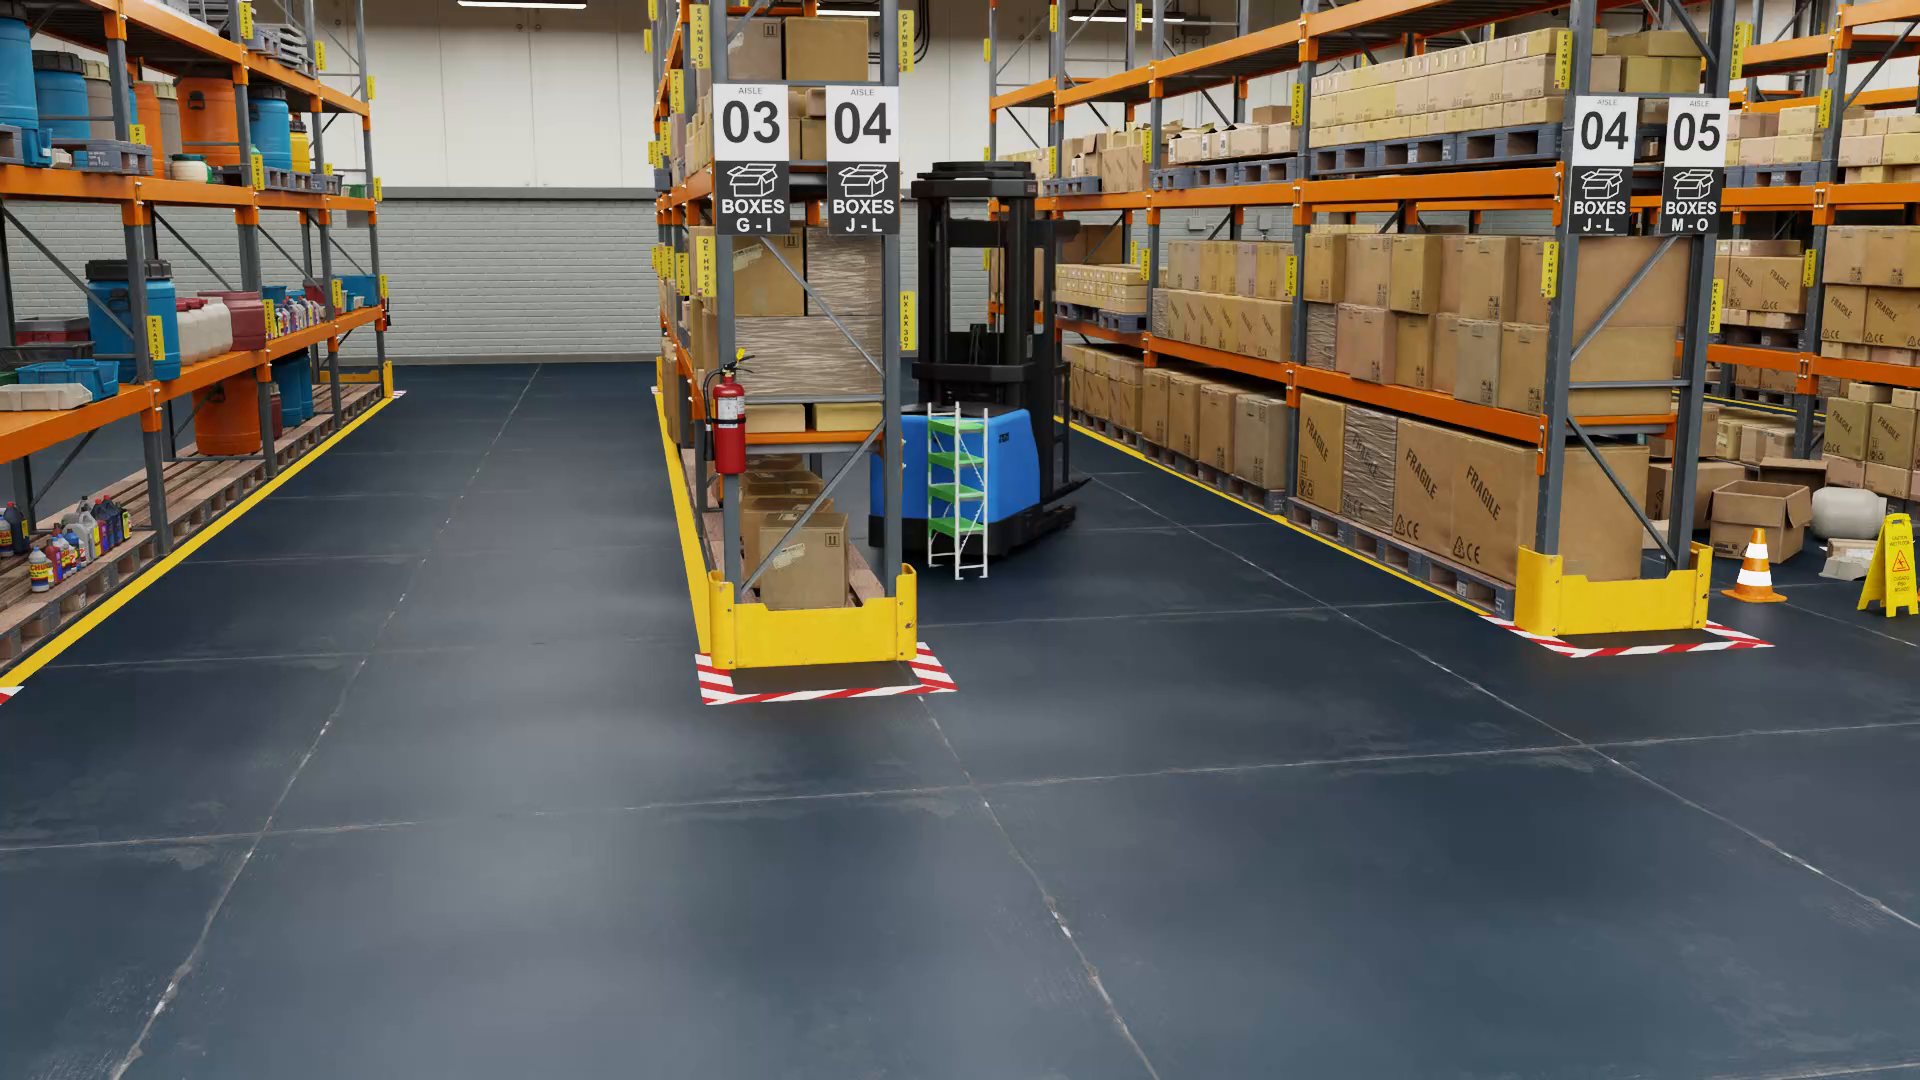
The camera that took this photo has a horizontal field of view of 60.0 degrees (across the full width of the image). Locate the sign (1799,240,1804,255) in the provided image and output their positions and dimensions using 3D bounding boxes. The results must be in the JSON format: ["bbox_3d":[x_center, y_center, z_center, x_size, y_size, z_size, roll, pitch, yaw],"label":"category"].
[{"bbox_3d":[11.966,-4.113,23.688,0.100,0.325,0.005,-2,11,-11],"label":"sign"}]

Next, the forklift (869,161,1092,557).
[{"bbox_3d":[0.319,-1.548,13.491,1.130,2.935,3.031,4,12,21],"label":"forklift"}]

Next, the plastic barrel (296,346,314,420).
[{"bbox_3d":[-7.936,-1.877,19.525,0.600,0.901,0.708,-2,11,-11],"label":"plastic barrel"}]

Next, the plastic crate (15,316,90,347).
[{"bbox_3d":[-6.863,-1.444,12.588,0.402,0.464,0.583,-2,11,-11],"label":"plastic crate"}]

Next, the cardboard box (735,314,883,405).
[{"bbox_3d":[-0.913,-1.078,9.776,0.875,0.500,0.500,-2,11,-11],"label":"cardboard box"}]

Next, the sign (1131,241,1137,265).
[{"bbox_3d":[2.262,-3.733,21.693,0.100,0.325,0.005,-2,11,-11],"label":"sign"}]

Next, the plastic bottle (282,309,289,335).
[{"bbox_3d":[-7.234,-2.330,17.761,0.097,0.271,0.097,0,11,0],"label":"plastic bottle"}]

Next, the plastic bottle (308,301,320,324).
[{"bbox_3d":[-7.631,-2.680,19.589,0.152,0.276,0.135,-2,11,-11],"label":"plastic bottle"}]

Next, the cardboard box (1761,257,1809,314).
[{"bbox_3d":[7.795,-2.353,15.351,0.500,0.500,0.500,-2,11,-12],"label":"cardboard box"}]

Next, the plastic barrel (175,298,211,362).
[{"bbox_3d":[-6.667,-1.799,14.261,0.433,0.535,0.433,0,11,0],"label":"plastic barrel"}]

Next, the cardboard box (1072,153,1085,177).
[{"bbox_3d":[1.684,-4.611,20.492,0.500,0.311,0.500,-2,11,-12],"label":"cardboard box"}]

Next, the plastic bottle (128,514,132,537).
[{"bbox_3d":[-6.093,-0.121,12.117,0.097,0.201,0.097,0,11,0],"label":"plastic bottle"}]

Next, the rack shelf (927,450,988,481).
[{"bbox_3d":[-0.021,-0.534,11.850,0.258,0.148,0.480,-5,12,-24],"label":"rack shelf"}]

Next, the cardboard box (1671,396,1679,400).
[{"bbox_3d":[7.432,-1.420,18.541,0.950,0.372,0.625,-3,11,-15],"label":"cardboard box"}]

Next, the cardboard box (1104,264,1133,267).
[{"bbox_3d":[2.041,-3.403,21.012,0.380,0.149,0.250,-2,11,-13],"label":"cardboard box"}]

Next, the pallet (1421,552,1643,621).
[{"bbox_3d":[3.820,0.283,11.145,1.003,0.211,1.213,-2,11,-11],"label":"pallet"}]

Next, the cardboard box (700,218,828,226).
[{"bbox_3d":[-1.628,-2.167,13.830,1.000,1.000,1.000,-2,11,-11],"label":"cardboard box"}]

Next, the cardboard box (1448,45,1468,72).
[{"bbox_3d":[3.458,-3.176,10.986,0.380,0.149,0.250,-2,11,-11],"label":"cardboard box"}]

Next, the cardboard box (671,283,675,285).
[{"bbox_3d":[-3.021,-2.659,18.878,0.500,0.500,0.500,-2,11,-10],"label":"cardboard box"}]

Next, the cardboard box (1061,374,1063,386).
[{"bbox_3d":[1.345,-2.142,22.134,0.380,0.149,0.250,-2,11,-10],"label":"cardboard box"}]

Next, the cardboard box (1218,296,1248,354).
[{"bbox_3d":[2.714,-1.997,15.399,0.500,0.500,0.500,-2,11,-10],"label":"cardboard box"}]

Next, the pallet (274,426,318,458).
[{"bbox_3d":[-7.675,-1.065,18.226,1.003,0.211,1.213,-2,11,-11],"label":"pallet"}]

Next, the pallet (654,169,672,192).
[{"bbox_3d":[-2.566,-3.745,17.335,1.213,0.211,1.003,-2,11,-8],"label":"pallet"}]

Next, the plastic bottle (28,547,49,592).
[{"bbox_3d":[-5.738,0.179,10.352,0.097,0.271,0.097,0,11,0],"label":"plastic bottle"}]

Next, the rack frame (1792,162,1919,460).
[{"bbox_3d":[8.110,-1.875,15.026,1.000,3.000,0.127,-2,11,-11],"label":"rack frame"}]

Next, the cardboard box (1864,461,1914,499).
[{"bbox_3d":[8.075,-0.515,14.111,0.500,0.250,0.500,-1,11,-8],"label":"cardboard box"}]

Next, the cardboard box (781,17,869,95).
[{"bbox_3d":[-0.856,-2.978,10.396,0.500,0.500,0.500,-2,11,-11],"label":"cardboard box"}]

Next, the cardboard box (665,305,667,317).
[{"bbox_3d":[-3.547,-2.903,21.096,0.380,0.149,0.250,-2,11,-11],"label":"cardboard box"}]

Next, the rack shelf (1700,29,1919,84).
[{"bbox_3d":[7.721,-4.639,16.497,1.077,0.370,4.000,-2,11,-11],"label":"rack shelf"}]

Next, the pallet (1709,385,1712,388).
[{"bbox_3d":[11.049,-2.504,25.788,1.003,0.211,1.213,-2,11,-11],"label":"pallet"}]

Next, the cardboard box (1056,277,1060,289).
[{"bbox_3d":[1.396,-3.236,20.931,0.380,0.149,0.250,-2,11,-12],"label":"cardboard box"}]

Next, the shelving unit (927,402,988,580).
[{"bbox_3d":[-0.021,-0.361,11.883,0.258,1.200,0.503,-5,12,-24],"label":"shelving unit"}]

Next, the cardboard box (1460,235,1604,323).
[{"bbox_3d":[3.821,-1.714,10.891,0.875,0.550,0.550,-2,11,-11],"label":"cardboard box"}]

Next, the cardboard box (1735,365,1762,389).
[{"bbox_3d":[11.296,-2.405,23.372,0.500,0.500,0.500,-2,11,-9],"label":"cardboard box"}]

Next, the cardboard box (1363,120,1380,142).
[{"bbox_3d":[3.212,-3.016,12.281,0.380,0.149,0.250,-2,11,-12],"label":"cardboard box"}]

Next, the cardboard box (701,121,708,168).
[{"bbox_3d":[-1.275,-2.352,9.908,0.500,0.250,0.500,-2,11,-11],"label":"cardboard box"}]

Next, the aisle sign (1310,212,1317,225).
[{"bbox_3d":[5.478,-5.356,26.360,0.394,0.787,0.004,-2,11,-11],"label":"aisle sign"}]

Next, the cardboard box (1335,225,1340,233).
[{"bbox_3d":[5.812,-4.621,24.778,0.380,0.149,0.250,-2,11,-10],"label":"cardboard box"}]

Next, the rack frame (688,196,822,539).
[{"bbox_3d":[-1.610,-1.515,13.133,1.000,3.000,0.127,-2,11,-11],"label":"rack frame"}]

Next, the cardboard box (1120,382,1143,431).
[{"bbox_3d":[2.112,-1.500,18.616,0.500,0.500,0.500,-2,11,-11],"label":"cardboard box"}]

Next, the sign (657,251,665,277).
[{"bbox_3d":[-3.710,-3.426,20.646,0.100,0.325,0.005,-2,11,-11],"label":"sign"}]

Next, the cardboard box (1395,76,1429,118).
[{"bbox_3d":[3.392,-3.100,11.656,0.500,0.250,0.500,-2,11,-10],"label":"cardboard box"}]

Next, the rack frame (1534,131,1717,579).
[{"bbox_3d":[4.052,-0.943,10.128,1.000,3.000,0.127,-2,11,-11],"label":"rack frame"}]

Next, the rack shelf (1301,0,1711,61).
[{"bbox_3d":[3.663,-3.707,11.599,1.077,0.370,4.000,-2,11,-11],"label":"rack shelf"}]

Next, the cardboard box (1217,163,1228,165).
[{"bbox_3d":[2.829,-3.923,16.995,0.380,0.166,0.250,-2,11,-11],"label":"cardboard box"}]

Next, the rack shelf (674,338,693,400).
[{"bbox_3d":[-1.999,-1.528,15.127,1.077,0.370,4.000,-2,11,-11],"label":"rack shelf"}]

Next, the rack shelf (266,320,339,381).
[{"bbox_3d":[-7.636,-2.082,18.035,1.077,0.370,4.000,-2,11,-11],"label":"rack shelf"}]

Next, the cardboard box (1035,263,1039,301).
[{"bbox_3d":[1.247,-3.513,22.567,0.500,0.500,0.500,-2,11,-13],"label":"cardboard box"}]

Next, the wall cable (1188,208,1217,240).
[{"bbox_3d":[4.657,-5.624,31.920,0.585,1.953,0.123,-2,11,-11],"label":"wall cable"}]

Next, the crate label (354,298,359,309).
[{"bbox_3d":[-8.346,-3.189,22.472,0.396,0.136,0.243,-2,11,-11],"label":"crate label"}]

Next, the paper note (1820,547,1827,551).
[{"bbox_3d":[6.734,0.060,12.828,0.148,0.019,0.142,2,11,9],"label":"paper note"}]

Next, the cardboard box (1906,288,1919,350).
[{"bbox_3d":[8.128,-1.796,13.546,0.500,0.500,0.500,-2,11,-11],"label":"cardboard box"}]

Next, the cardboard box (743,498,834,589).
[{"bbox_3d":[-1.087,0.017,10.647,0.500,0.500,0.500,1,11,4],"label":"cardboard box"}]

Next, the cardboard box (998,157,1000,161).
[{"bbox_3d":[0.780,-5.651,24.840,0.380,0.149,0.250,-2,11,-11],"label":"cardboard box"}]

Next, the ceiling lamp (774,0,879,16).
[{"bbox_3d":[-1.979,-10.115,26.660,2.000,3.185,0.800,-2,11,-11],"label":"ceiling lamp"}]
